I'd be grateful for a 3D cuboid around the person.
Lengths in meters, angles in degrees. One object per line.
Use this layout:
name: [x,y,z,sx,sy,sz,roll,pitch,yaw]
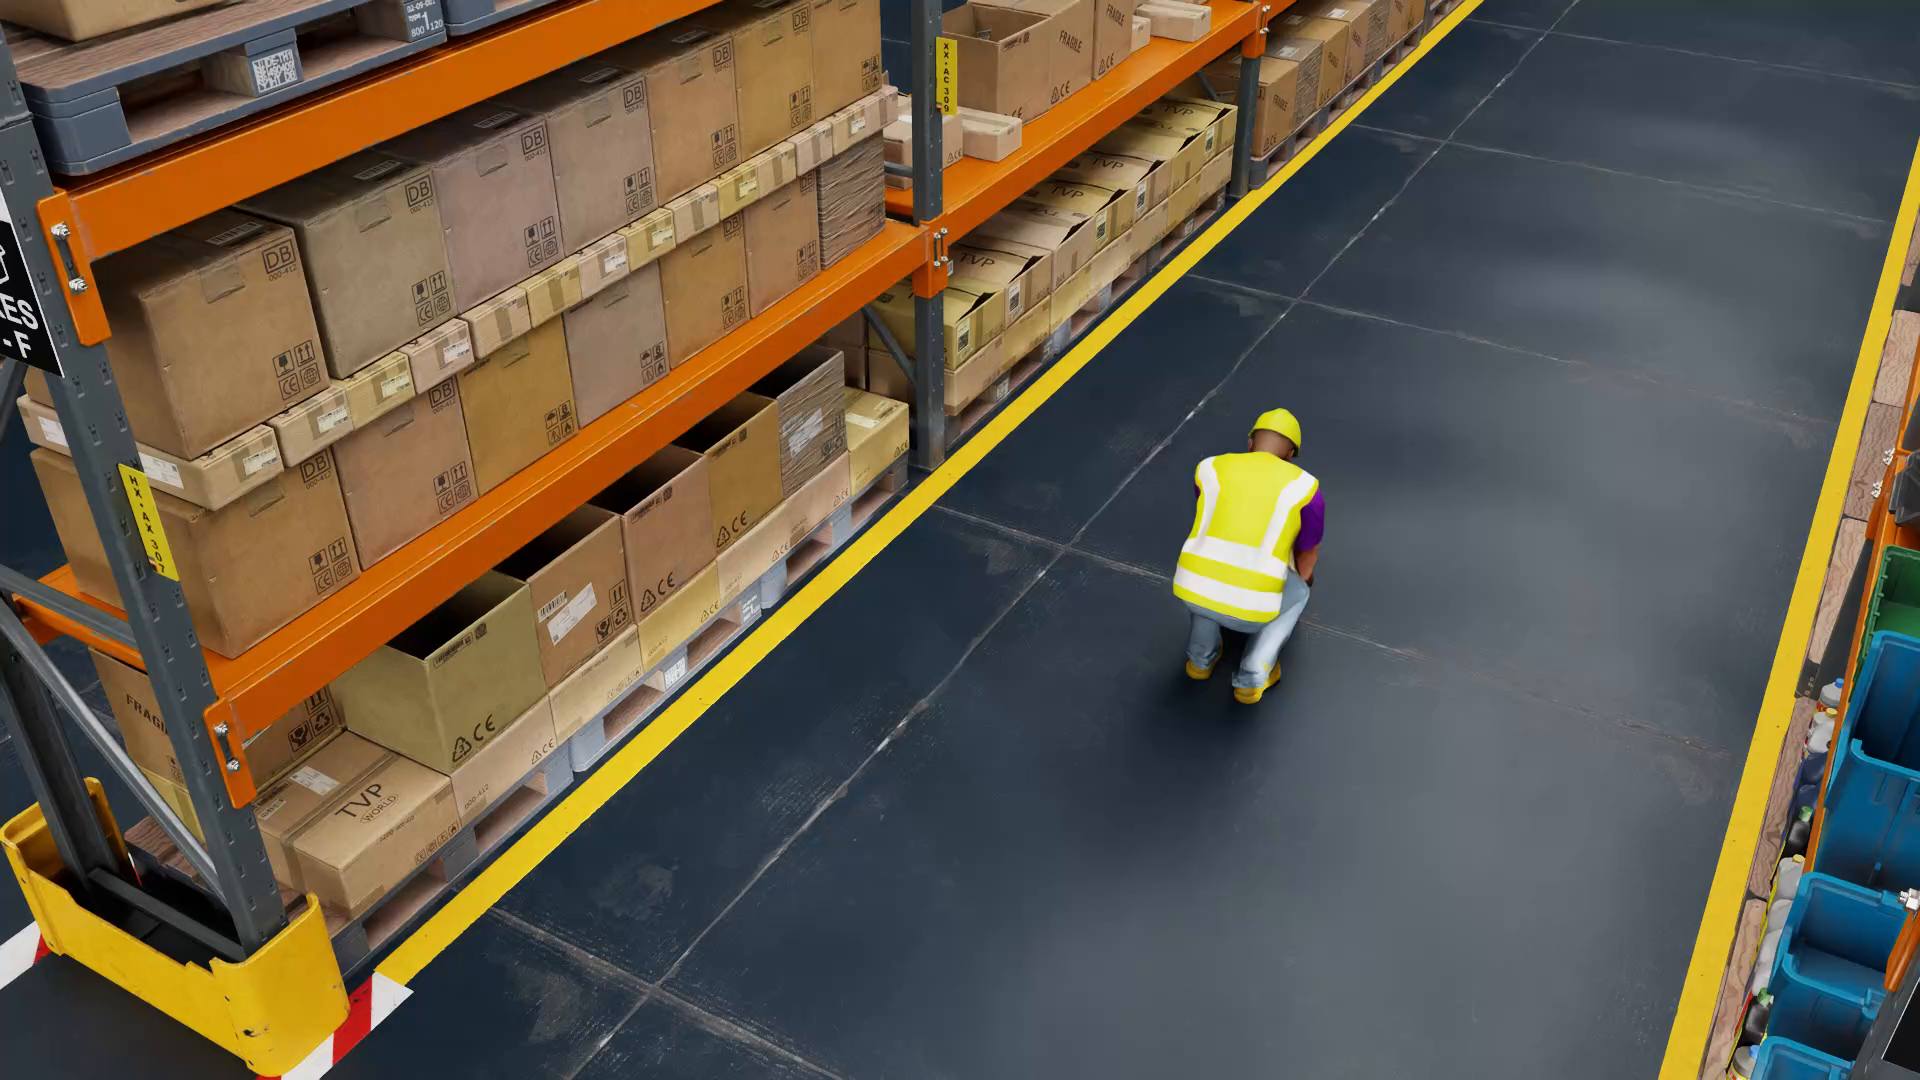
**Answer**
person: [1.146,0.065,6.710,0.537,1.009,0.914,17,37,23]
